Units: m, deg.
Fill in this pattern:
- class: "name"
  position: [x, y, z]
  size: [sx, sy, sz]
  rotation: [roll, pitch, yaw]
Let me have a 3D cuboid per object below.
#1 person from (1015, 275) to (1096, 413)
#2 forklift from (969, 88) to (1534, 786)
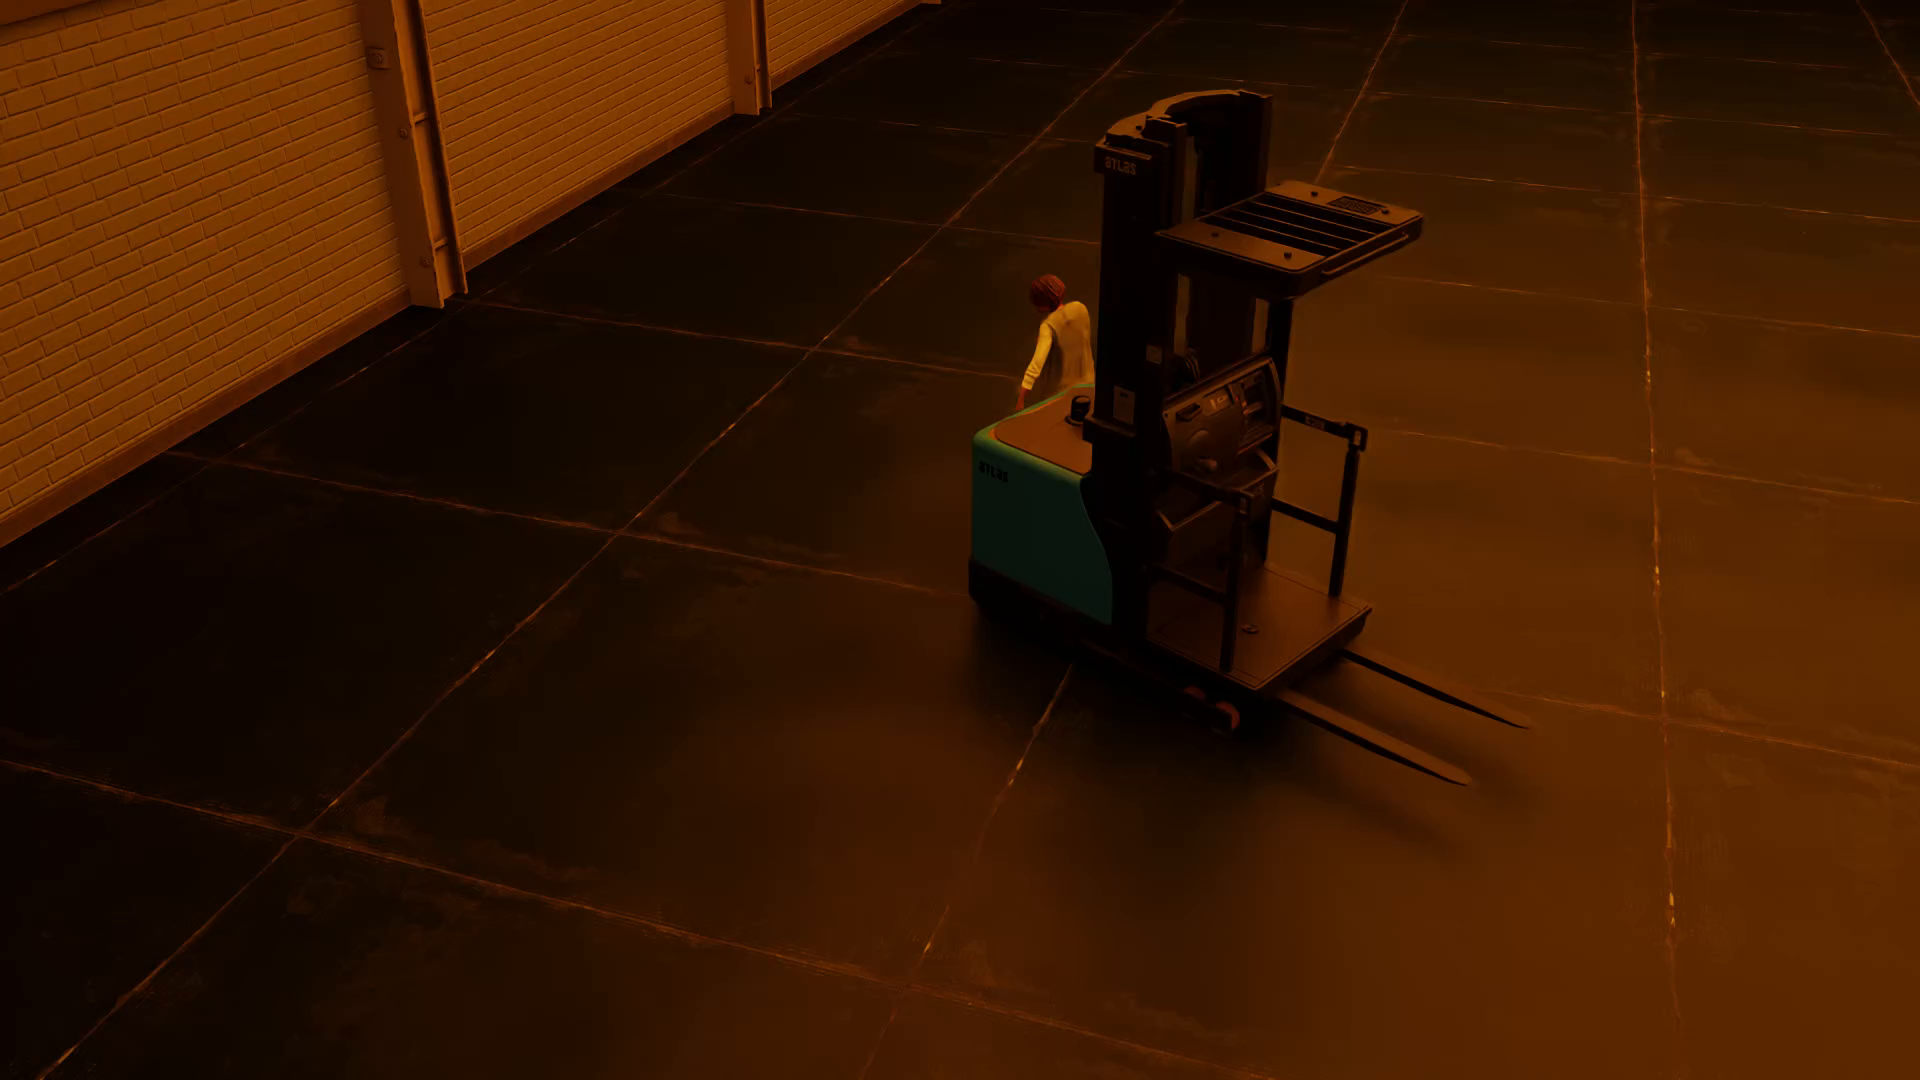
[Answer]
- class: "person"
  position: [0.599, -0.966, 10.456]
  size: [0.539, 1.371, 0.809]
  rotation: [-2, 30, -4]
- class: "forklift"
  position: [1.464, -0.585, 8.163]
  size: [3.031, 2.935, 1.130]
  rotation: [25, 38, 37]
